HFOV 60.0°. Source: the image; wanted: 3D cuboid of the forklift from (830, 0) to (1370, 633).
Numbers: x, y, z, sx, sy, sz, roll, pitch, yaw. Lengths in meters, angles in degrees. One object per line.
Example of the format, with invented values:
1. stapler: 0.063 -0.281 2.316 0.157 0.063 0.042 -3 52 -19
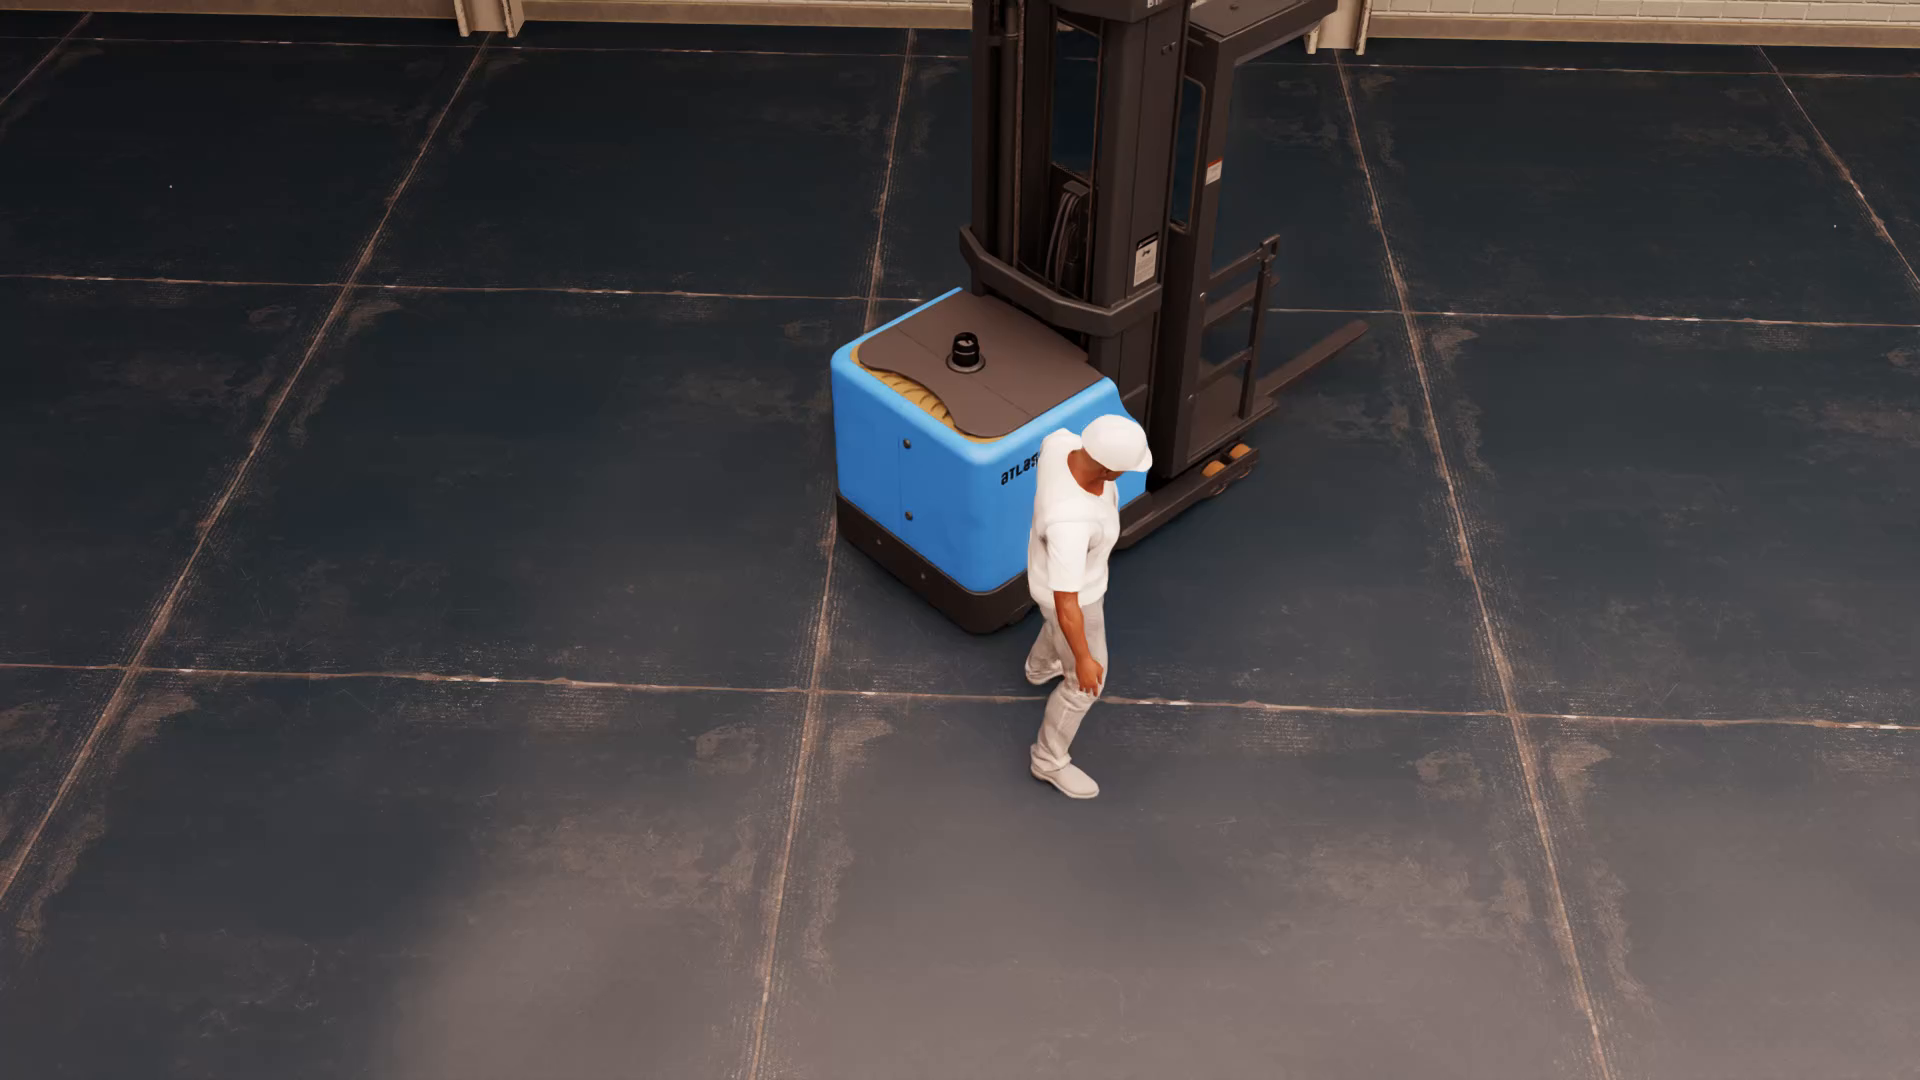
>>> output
1. forklift: 0.845 -1.537 7.426 3.031 2.935 1.130 -32 51 -30

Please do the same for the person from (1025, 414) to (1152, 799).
1. person: 0.478 0.162 6.479 0.433 1.716 0.963 1 42 1
